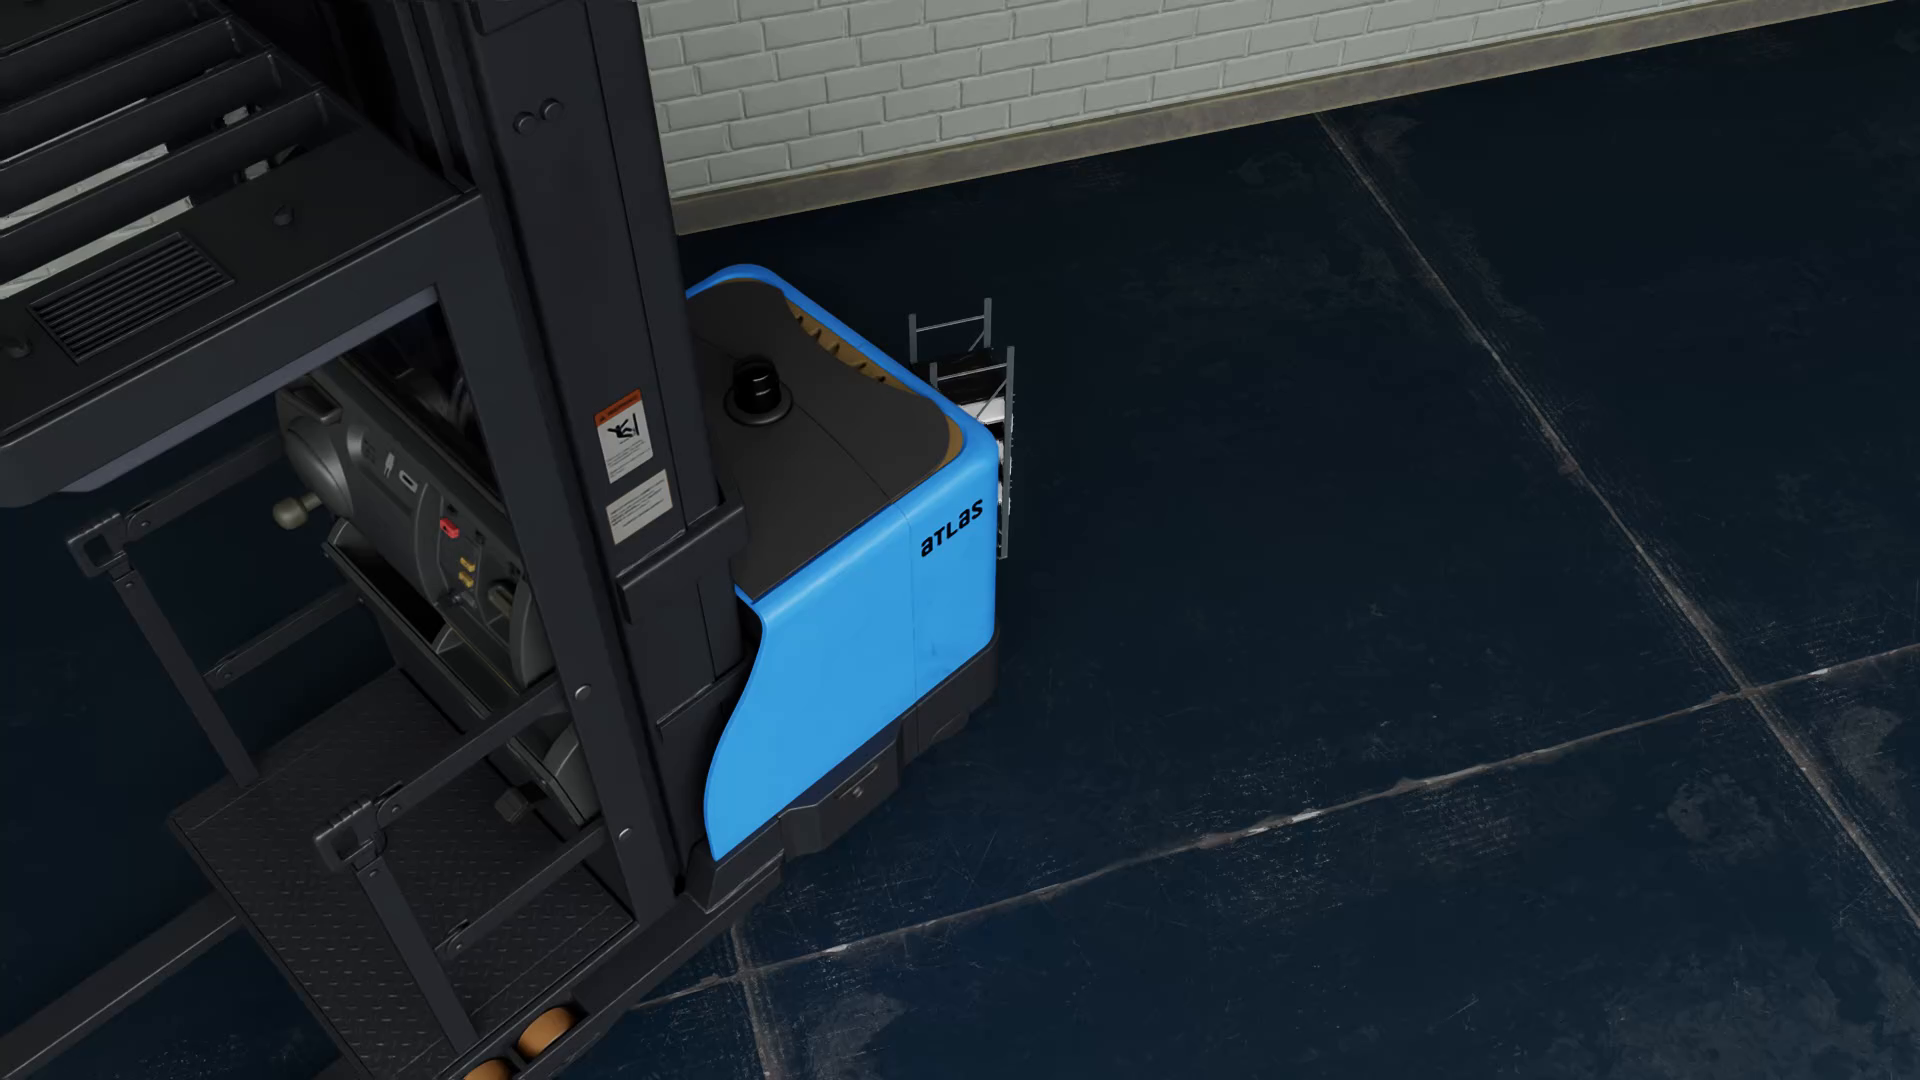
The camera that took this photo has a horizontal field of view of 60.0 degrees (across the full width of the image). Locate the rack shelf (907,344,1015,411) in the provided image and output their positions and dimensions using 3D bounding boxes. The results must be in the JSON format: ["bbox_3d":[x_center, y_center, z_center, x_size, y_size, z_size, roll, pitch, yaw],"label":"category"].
[{"bbox_3d":[0.002,-0.437,4.720,0.258,0.077,0.200,-13,51,-11],"label":"rack shelf"}]

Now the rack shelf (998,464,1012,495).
[{"bbox_3d":[0.002,-0.205,4.995,0.258,0.077,0.200,-13,51,-11],"label":"rack shelf"}]

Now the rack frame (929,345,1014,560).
[{"bbox_3d":[0.032,-0.210,4.838,0.240,0.900,0.006,-13,51,-11],"label":"rack frame"}]

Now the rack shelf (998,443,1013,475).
[{"bbox_3d":[0.002,-0.263,4.926,0.258,0.077,0.200,-13,51,-11],"label":"rack shelf"}]

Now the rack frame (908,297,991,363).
[{"bbox_3d":[-0.028,-0.358,4.964,0.240,0.900,0.006,-13,51,-11],"label":"rack frame"}]

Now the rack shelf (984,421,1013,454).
[{"bbox_3d":[0.002,-0.321,4.858,0.258,0.077,0.200,-13,51,-11],"label":"rack shelf"}]

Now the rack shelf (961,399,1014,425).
[{"bbox_3d":[0.002,-0.379,4.789,0.258,0.077,0.200,-13,51,-11],"label":"rack shelf"}]

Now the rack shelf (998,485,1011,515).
[{"bbox_3d":[0.002,-0.147,5.064,0.258,0.077,0.200,-13,51,-11],"label":"rack shelf"}]

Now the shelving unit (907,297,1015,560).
[{"bbox_3d":[0.002,-0.284,4.901,0.258,0.900,0.210,-13,51,-11],"label":"shelving unit"}]

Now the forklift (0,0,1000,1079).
[{"bbox_3d":[-1.292,0.026,3.311,3.031,2.935,1.130,-37,59,-27],"label":"forklift"}]
